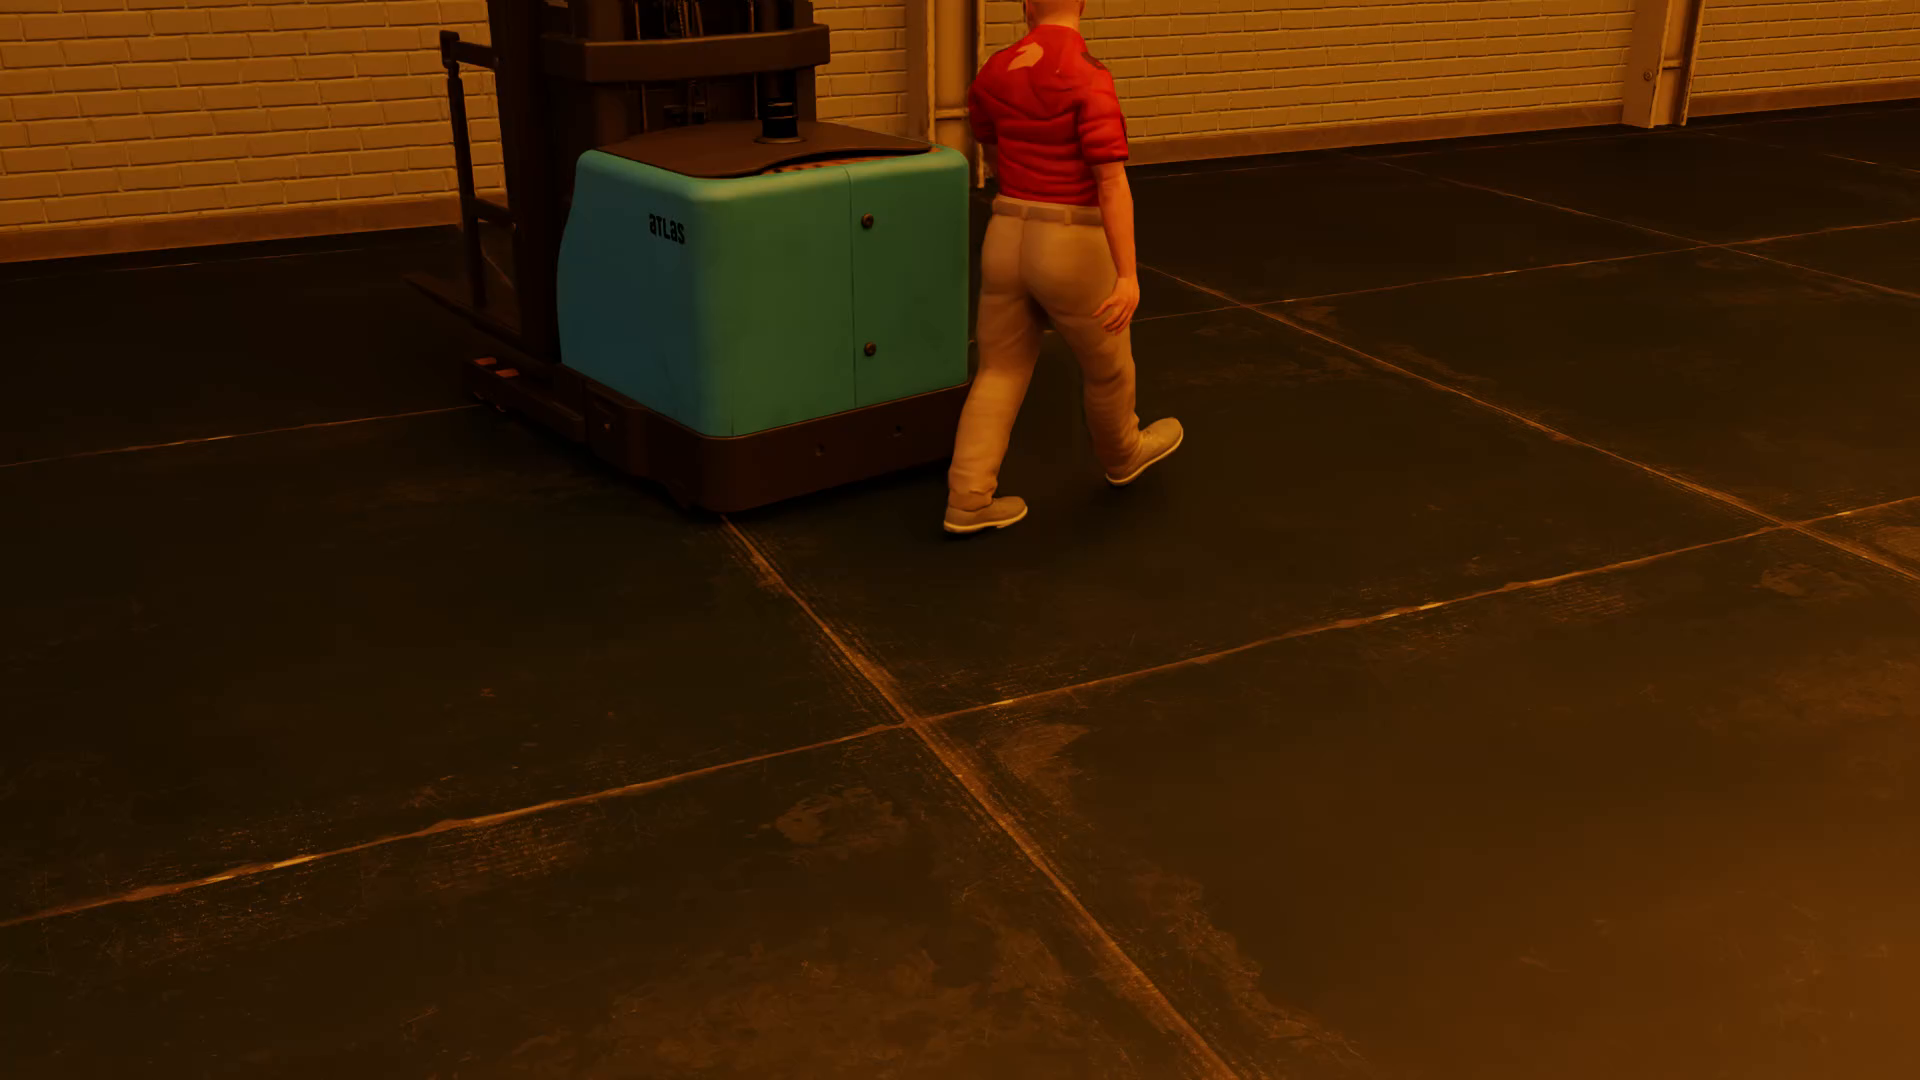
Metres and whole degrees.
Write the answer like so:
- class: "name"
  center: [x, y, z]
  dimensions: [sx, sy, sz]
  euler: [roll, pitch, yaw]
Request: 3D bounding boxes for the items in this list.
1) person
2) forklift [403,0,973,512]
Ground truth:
- class: "person"
  center: [0.370, -0.880, 5.046]
  dimensions: [0.716, 1.678, 0.925]
  euler: [18, 29, 37]
- class: "forklift"
  center: [-1.260, -1.936, 5.948]
  dimensions: [1.130, 2.935, 3.031]
  euler: [-17, 28, -35]
